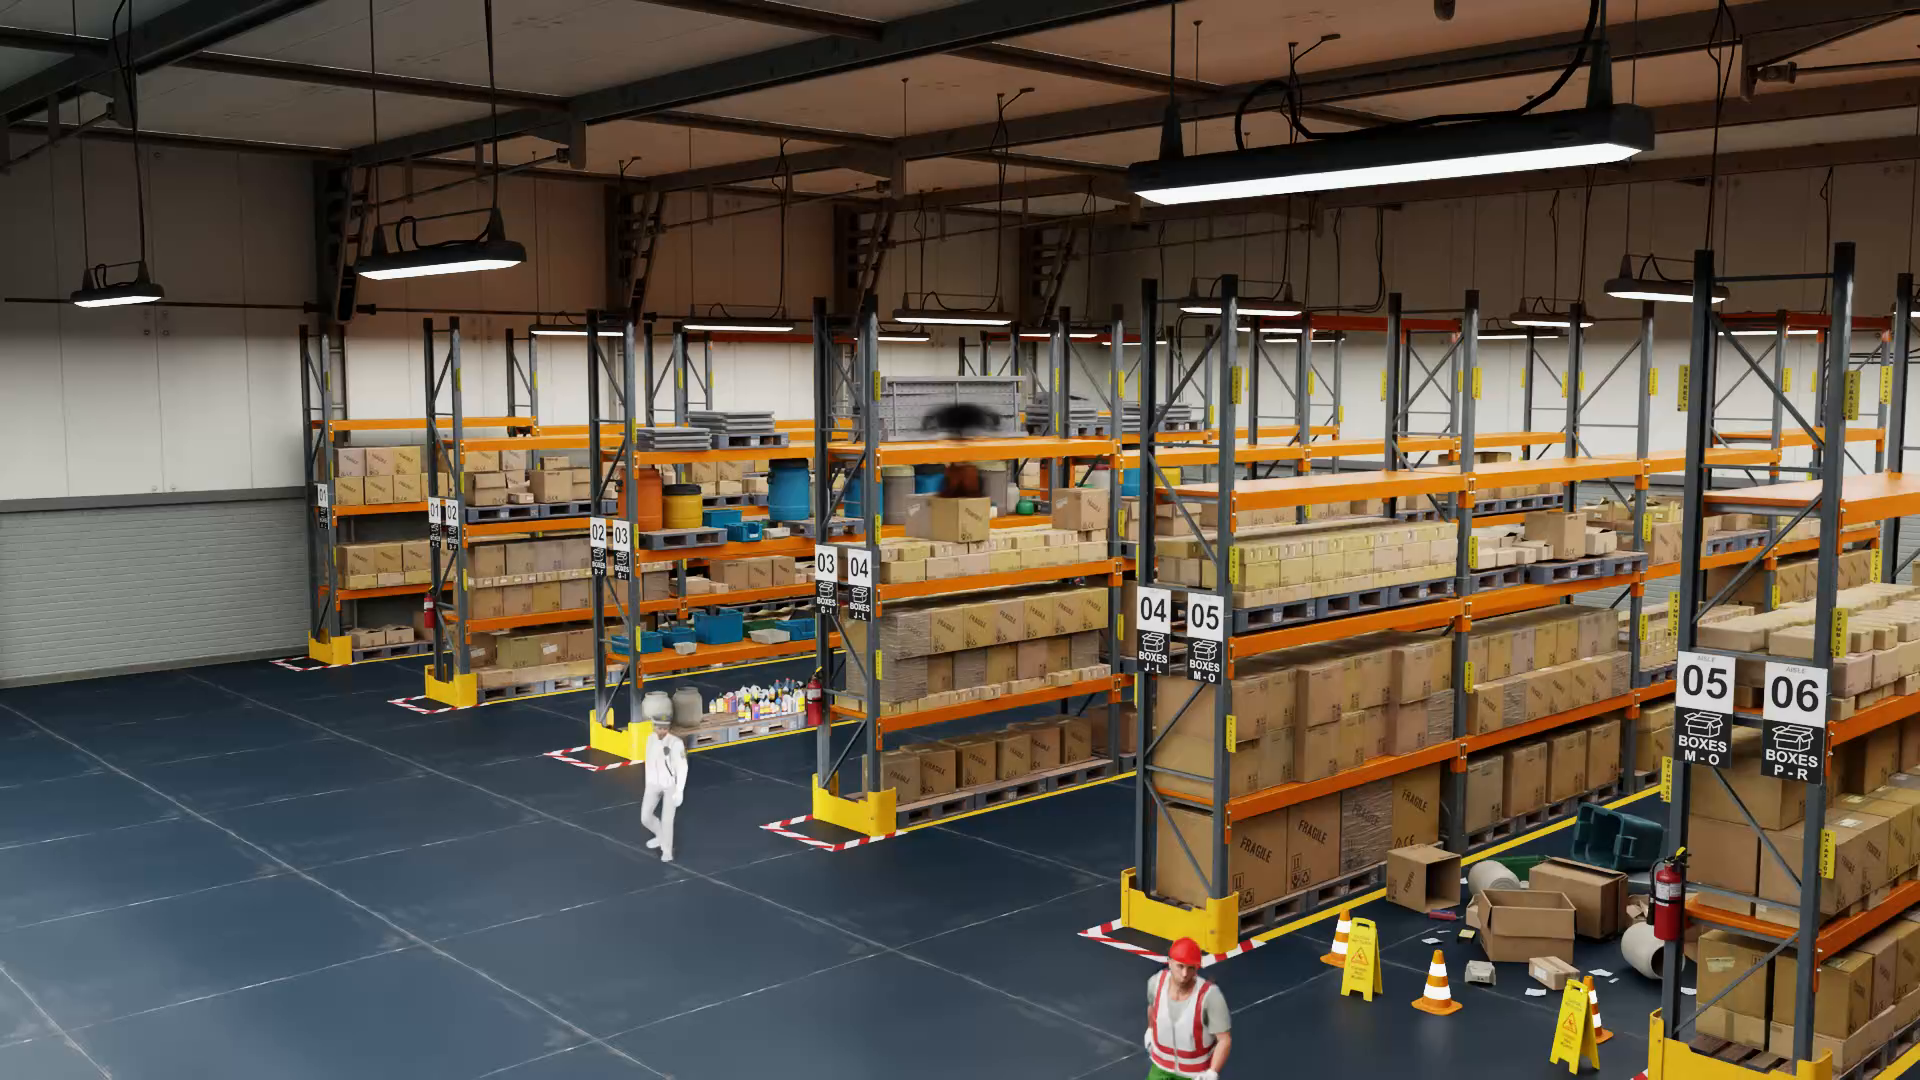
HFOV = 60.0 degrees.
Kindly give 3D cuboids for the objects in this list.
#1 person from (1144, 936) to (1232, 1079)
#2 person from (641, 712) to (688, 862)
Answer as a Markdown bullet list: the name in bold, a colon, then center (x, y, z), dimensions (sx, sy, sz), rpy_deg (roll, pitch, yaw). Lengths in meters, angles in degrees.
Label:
- **person**: center (1.356, 3.266, 10.216), dimensions (0.652, 1.742, 0.812), rpy_deg (2, 6, 21)
- **person**: center (-3.124, 2.594, 17.571), dimensions (0.633, 1.632, 0.543), rpy_deg (2, 6, 20)
